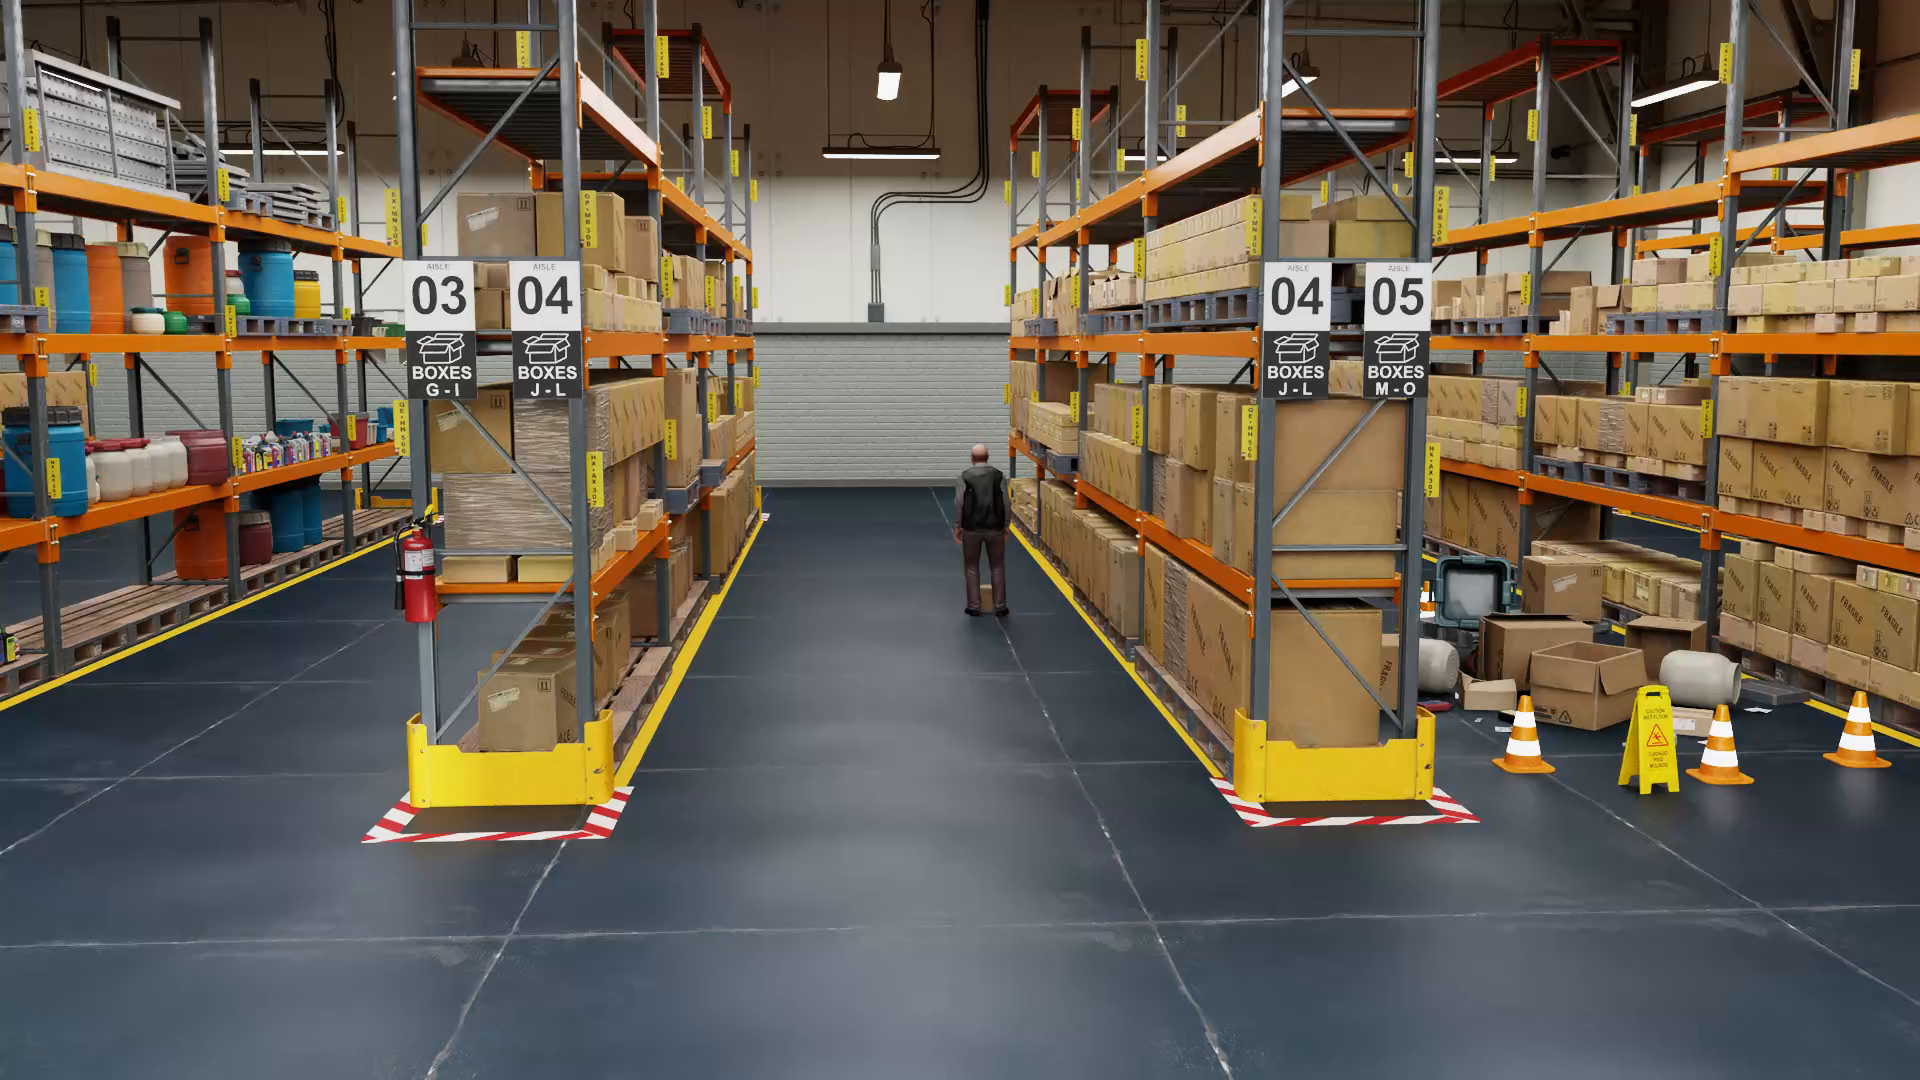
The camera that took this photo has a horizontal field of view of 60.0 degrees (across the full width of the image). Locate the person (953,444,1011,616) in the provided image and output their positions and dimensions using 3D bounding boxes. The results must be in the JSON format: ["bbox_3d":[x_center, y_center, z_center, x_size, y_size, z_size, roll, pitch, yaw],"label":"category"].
[{"bbox_3d":[0.223,-0.098,16.670,0.589,1.720,0.475,-1,7,-7],"label":"person"}]
